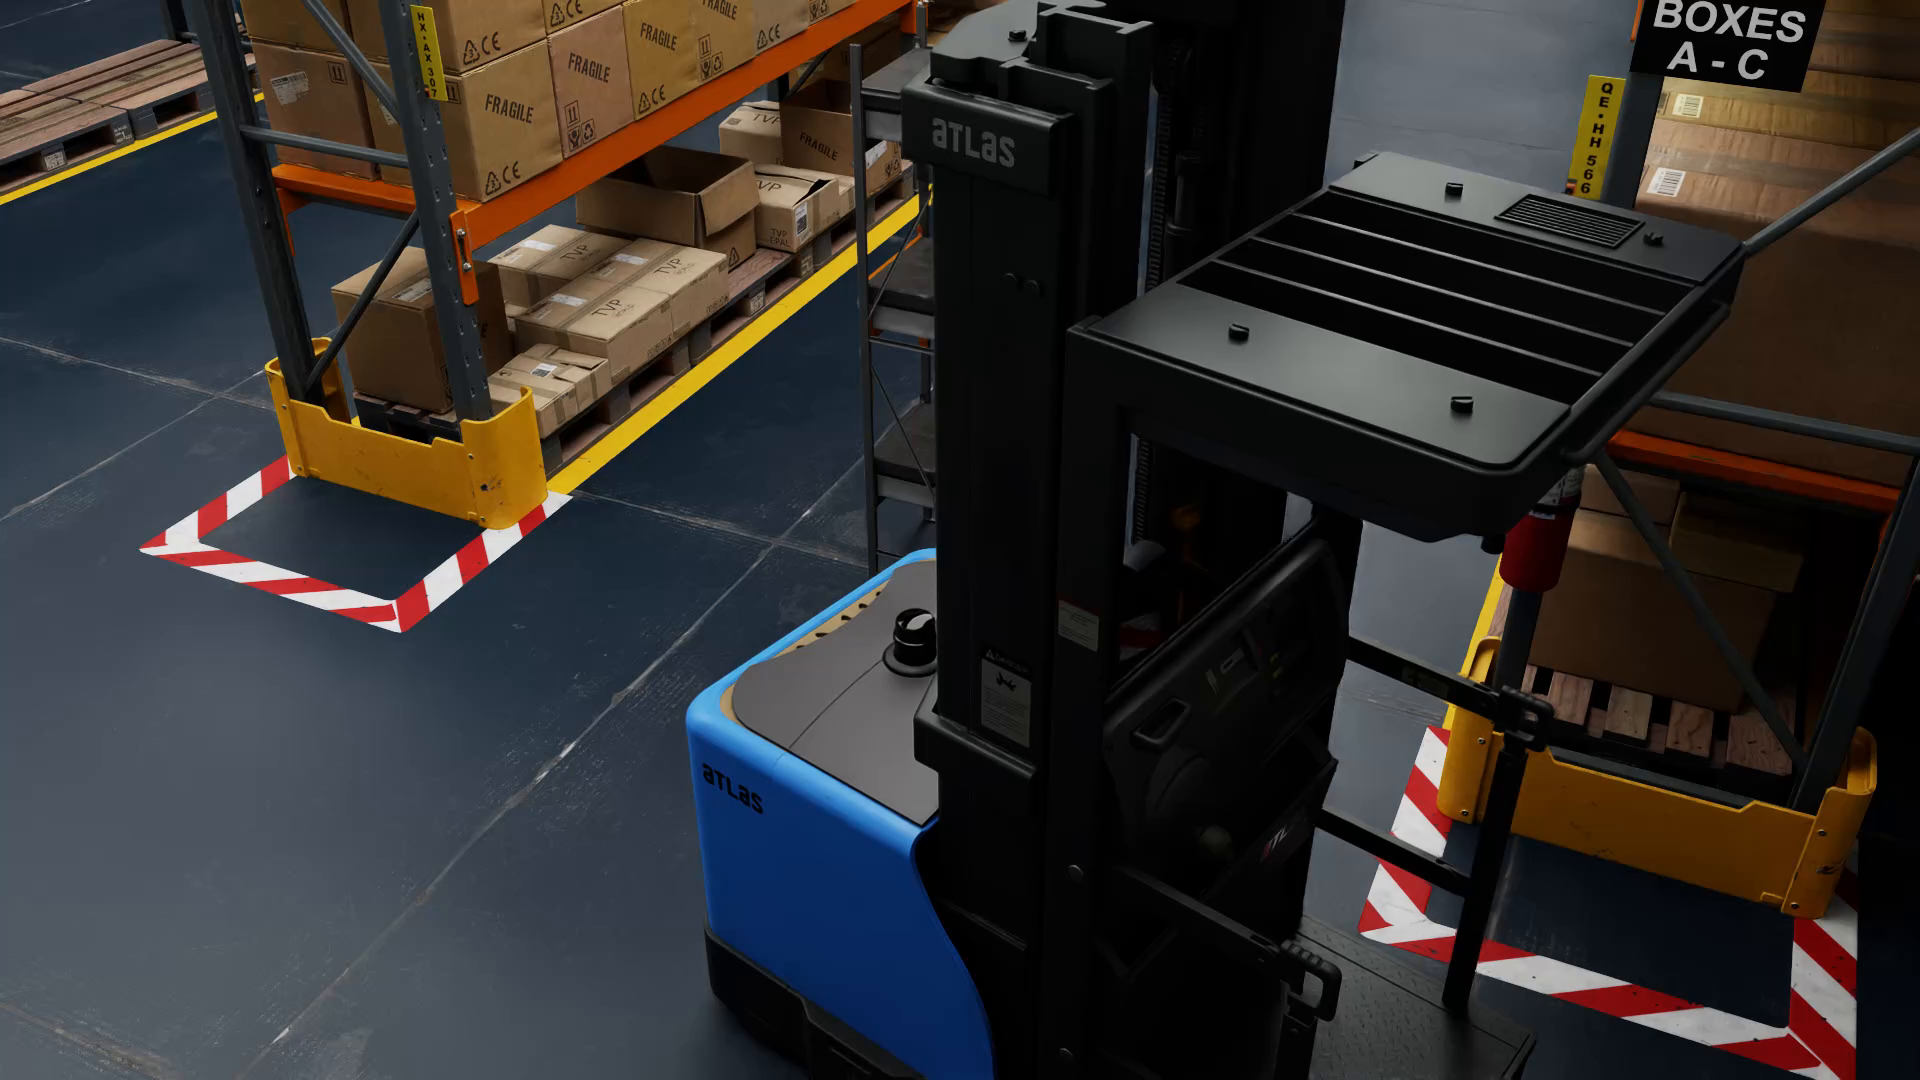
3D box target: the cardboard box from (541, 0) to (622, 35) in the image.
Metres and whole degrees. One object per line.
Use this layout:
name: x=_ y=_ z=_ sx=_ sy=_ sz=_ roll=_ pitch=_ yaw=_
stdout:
cardboard box: x=-1.717 y=-2.348 z=6.592 sx=0.500 sy=0.500 sz=0.500 roll=15 pitch=36 yaw=21

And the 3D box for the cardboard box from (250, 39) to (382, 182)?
cardboard box: x=-2.414 y=-1.792 z=6.657 sx=0.500 sy=0.500 sz=0.500 roll=15 pitch=36 yaw=22

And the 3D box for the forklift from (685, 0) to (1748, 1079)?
forklift: x=0.755 y=0.385 z=3.490 sx=3.031 sy=2.935 sz=1.130 roll=24 pitch=40 yaw=32

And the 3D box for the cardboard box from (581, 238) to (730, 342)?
cardboard box: x=-1.450 y=-1.203 z=7.955 sx=0.500 sy=0.250 sz=0.500 roll=14 pitch=36 yaw=20

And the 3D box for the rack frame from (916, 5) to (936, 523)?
rack frame: x=0.033 y=-0.917 z=6.234 sx=0.400 sy=2.100 sz=0.015 roll=14 pitch=36 yaw=20

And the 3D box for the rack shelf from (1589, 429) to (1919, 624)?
rack shelf: x=2.984 y=-1.026 z=6.235 sx=1.077 sy=0.370 sz=4.000 roll=14 pitch=36 yaw=20

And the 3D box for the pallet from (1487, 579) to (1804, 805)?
pallet: x=2.410 y=0.420 z=5.918 sx=1.003 sy=0.211 sz=1.213 roll=14 pitch=36 yaw=20

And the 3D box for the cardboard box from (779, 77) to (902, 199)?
cardboard box: x=-0.661 y=-2.247 z=9.320 sx=0.500 sy=0.500 sz=0.500 roll=14 pitch=36 yaw=20

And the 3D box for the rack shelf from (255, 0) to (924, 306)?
rack shelf: x=-1.517 y=-2.160 z=7.965 sx=1.077 sy=0.370 sz=4.000 roll=14 pitch=36 yaw=20

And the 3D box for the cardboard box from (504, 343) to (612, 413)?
cardboard box: x=-1.762 y=-0.718 z=7.293 sx=0.380 sy=0.166 sz=0.250 roll=14 pitch=36 yaw=20

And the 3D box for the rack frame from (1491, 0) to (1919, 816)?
rack frame: x=2.147 y=-0.330 z=4.518 sx=1.000 sy=3.000 sz=0.127 roll=14 pitch=36 yaw=20

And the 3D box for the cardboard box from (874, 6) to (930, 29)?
cardboard box: x=-0.520 y=-3.152 z=10.699 sx=0.500 sy=0.500 sz=0.500 roll=14 pitch=36 yaw=21

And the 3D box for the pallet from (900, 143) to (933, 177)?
pallet: x=-0.374 y=-2.705 z=10.683 sx=1.003 sy=0.211 sz=1.213 roll=14 pitch=36 yaw=20

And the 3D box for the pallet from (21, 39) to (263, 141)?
pallet: x=-5.450 y=-3.054 z=11.215 sx=1.003 sy=0.211 sz=1.213 roll=14 pitch=36 yaw=20

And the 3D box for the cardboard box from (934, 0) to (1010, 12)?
cardboard box: x=0.162 y=-3.593 z=10.688 sx=0.500 sy=0.250 sz=0.500 roll=14 pitch=36 yaw=21

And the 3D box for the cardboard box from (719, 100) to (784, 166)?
cardboard box: x=-1.053 y=-2.357 z=9.660 sx=0.500 sy=0.311 sz=0.500 roll=14 pitch=36 yaw=20

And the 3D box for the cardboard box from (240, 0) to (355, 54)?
cardboard box: x=-2.417 y=-2.210 z=6.381 sx=0.500 sy=0.500 sz=0.500 roll=14 pitch=36 yaw=20

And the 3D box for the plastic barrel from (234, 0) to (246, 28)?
plastic barrel: x=-4.935 y=-4.161 z=11.890 sx=0.600 sy=0.901 sz=0.708 roll=14 pitch=36 yaw=20

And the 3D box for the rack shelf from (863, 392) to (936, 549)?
rack shelf: x=-0.069 y=-0.199 z=6.440 sx=0.431 sy=0.518 sz=0.480 roll=14 pitch=36 yaw=20

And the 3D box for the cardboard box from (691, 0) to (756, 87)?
cardboard box: x=-1.295 y=-2.423 z=7.619 sx=0.500 sy=0.500 sz=0.500 roll=15 pitch=36 yaw=21

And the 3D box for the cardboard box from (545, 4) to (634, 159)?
cardboard box: x=-1.718 y=-1.926 z=6.860 sx=0.500 sy=0.500 sz=0.500 roll=14 pitch=36 yaw=20

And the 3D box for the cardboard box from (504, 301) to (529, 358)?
cardboard box: x=-2.099 y=-0.973 z=7.680 sx=0.380 sy=0.166 sz=0.250 roll=14 pitch=36 yaw=20

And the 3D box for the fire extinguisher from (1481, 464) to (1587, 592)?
fire extinguisher: x=1.665 y=-0.173 z=4.689 sx=0.296 sy=0.674 sz=0.183 roll=14 pitch=36 yaw=20

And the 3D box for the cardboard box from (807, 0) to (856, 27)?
cardboard box: x=-0.871 y=-2.934 z=8.398 sx=0.500 sy=0.500 sz=0.500 roll=15 pitch=36 yaw=22

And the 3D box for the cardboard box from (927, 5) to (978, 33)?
cardboard box: x=-0.044 y=-3.049 z=10.543 sx=0.500 sy=0.500 sz=0.500 roll=15 pitch=36 yaw=21

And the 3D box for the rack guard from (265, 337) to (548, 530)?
rack guard: x=-2.322 y=-0.458 z=6.992 sx=1.175 sy=0.500 sz=0.348 roll=14 pitch=36 yaw=20

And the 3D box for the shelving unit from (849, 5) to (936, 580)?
shelving unit: x=-0.069 y=-0.796 z=6.049 sx=0.431 sy=2.100 sz=0.503 roll=14 pitch=36 yaw=20

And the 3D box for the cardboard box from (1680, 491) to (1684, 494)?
cardboard box: x=2.558 y=-0.082 z=6.035 sx=0.700 sy=0.500 sz=0.500 roll=14 pitch=36 yaw=20

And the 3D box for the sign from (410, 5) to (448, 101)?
sign: x=-1.861 y=-1.703 z=5.822 sx=0.100 sy=0.325 sz=0.005 roll=14 pitch=36 yaw=20

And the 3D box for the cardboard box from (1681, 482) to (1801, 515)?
cardboard box: x=2.689 y=-0.248 z=5.698 sx=0.380 sy=0.149 sz=0.250 roll=14 pitch=36 yaw=21

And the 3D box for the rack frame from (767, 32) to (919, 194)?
rack frame: x=-0.680 y=-3.457 z=9.287 sx=1.000 sy=3.000 sz=0.127 roll=14 pitch=36 yaw=20

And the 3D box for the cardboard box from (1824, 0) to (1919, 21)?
cardboard box: x=3.268 y=-1.819 z=6.516 sx=0.980 sy=0.700 sz=0.700 roll=13 pitch=36 yaw=19

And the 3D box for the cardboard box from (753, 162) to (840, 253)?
cardboard box: x=-0.975 y=-1.794 z=8.802 sx=0.500 sy=0.311 sz=0.500 roll=14 pitch=36 yaw=20

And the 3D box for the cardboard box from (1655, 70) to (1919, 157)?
cardboard box: x=2.645 y=-1.077 z=5.384 sx=0.980 sy=0.700 sz=0.700 roll=14 pitch=36 yaw=20

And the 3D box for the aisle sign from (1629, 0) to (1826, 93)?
aisle sign: x=1.844 y=-1.451 z=3.856 sx=0.394 sy=0.787 sz=0.004 roll=14 pitch=36 yaw=20

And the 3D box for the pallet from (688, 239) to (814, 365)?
pallet: x=-1.478 y=-1.339 z=8.600 sx=1.003 sy=0.211 sz=1.213 roll=14 pitch=36 yaw=20
